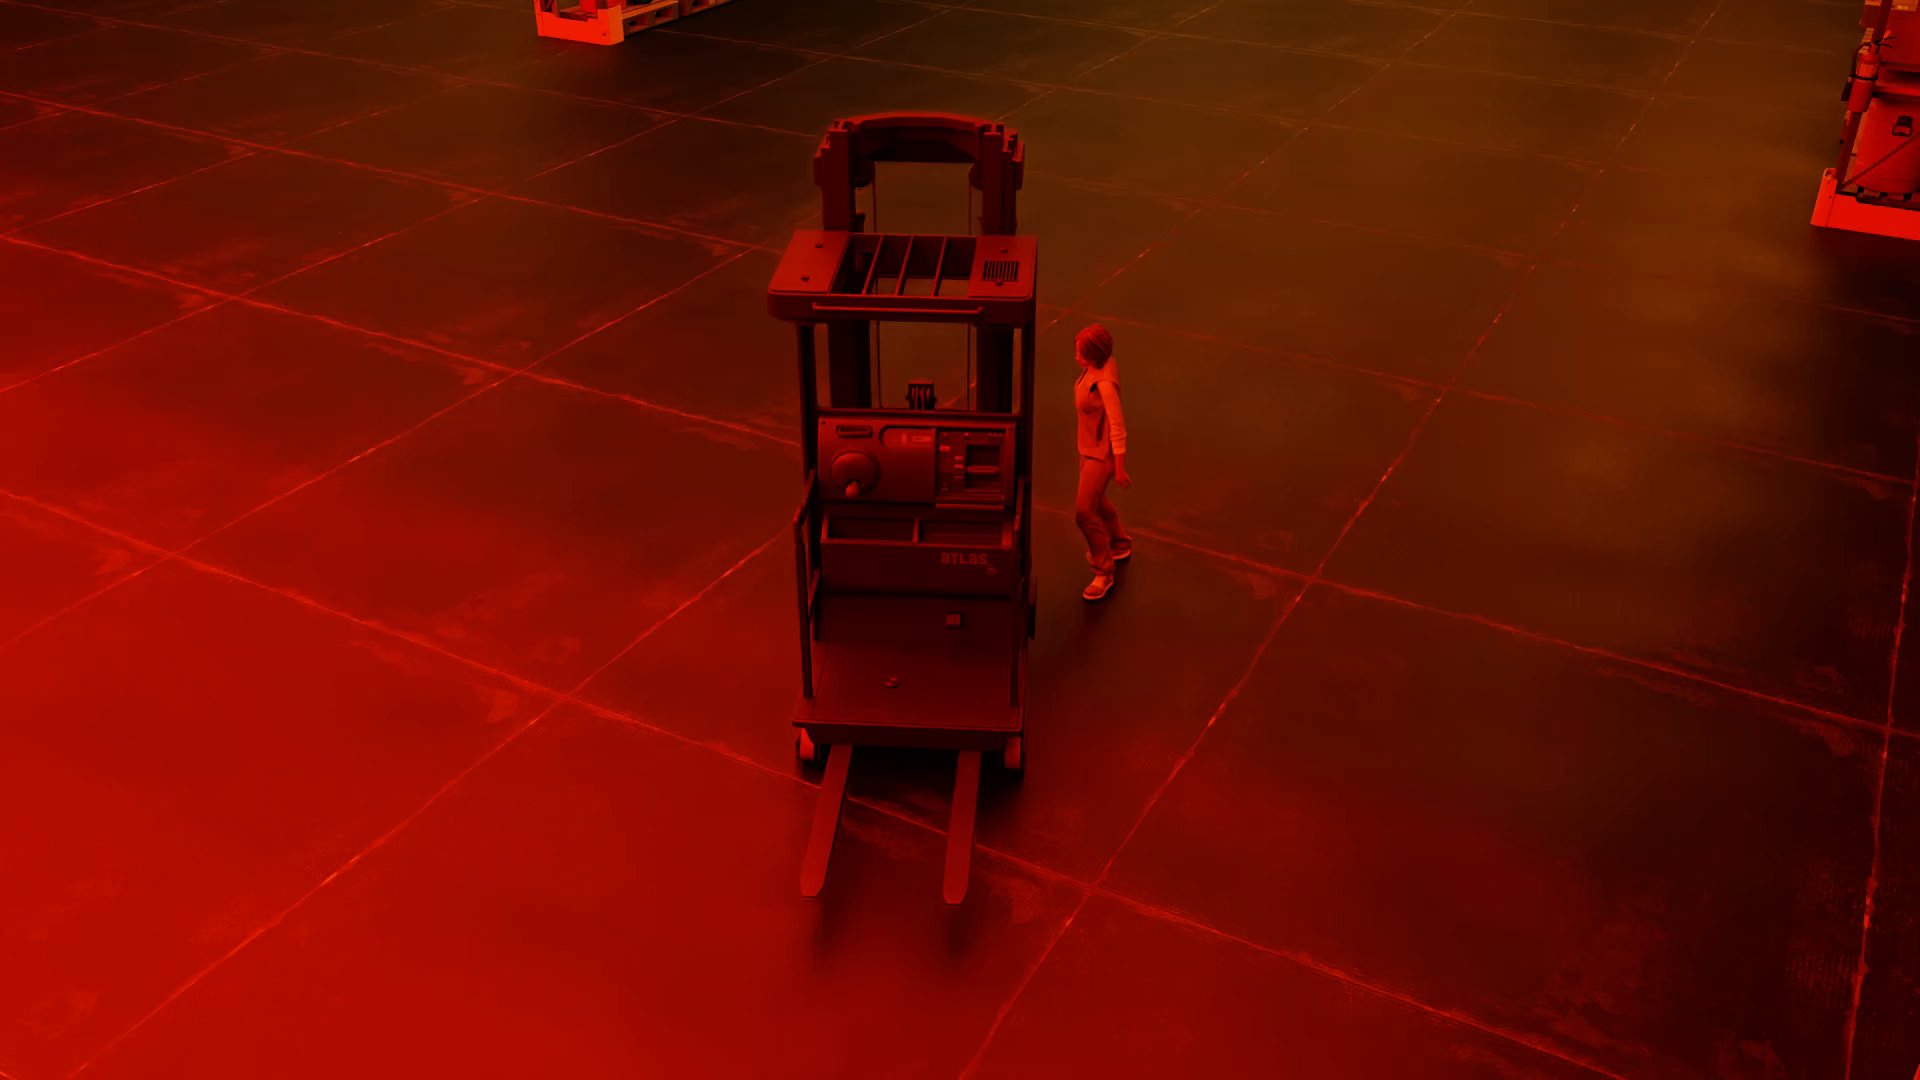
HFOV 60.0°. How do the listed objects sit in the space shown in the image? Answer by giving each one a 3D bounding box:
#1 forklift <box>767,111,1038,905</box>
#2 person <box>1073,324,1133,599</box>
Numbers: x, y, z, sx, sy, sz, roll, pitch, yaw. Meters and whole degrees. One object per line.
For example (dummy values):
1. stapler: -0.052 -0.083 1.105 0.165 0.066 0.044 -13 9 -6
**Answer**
1. forklift: -0.218 -0.326 7.636 1.130 2.935 3.031 2 30 4
2. person: 0.810 -0.494 9.333 0.405 1.569 0.742 0 30 0
